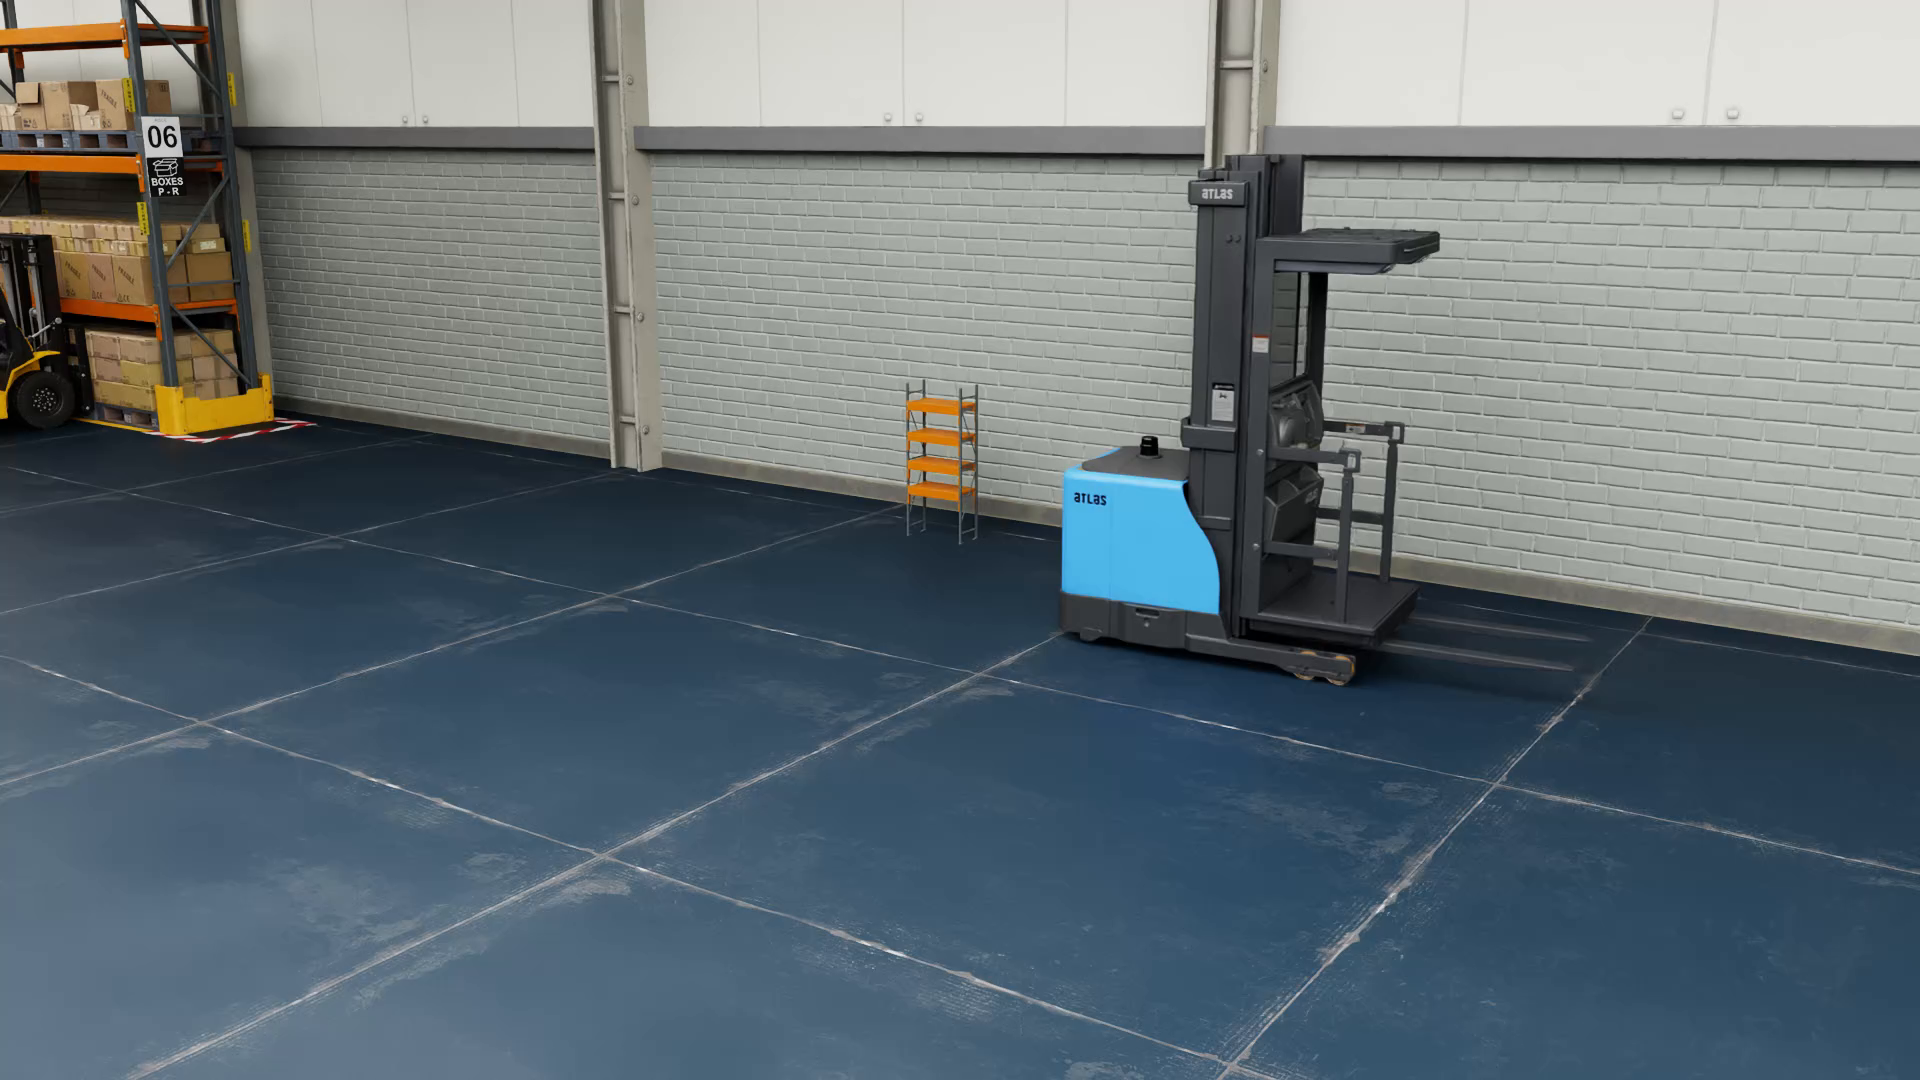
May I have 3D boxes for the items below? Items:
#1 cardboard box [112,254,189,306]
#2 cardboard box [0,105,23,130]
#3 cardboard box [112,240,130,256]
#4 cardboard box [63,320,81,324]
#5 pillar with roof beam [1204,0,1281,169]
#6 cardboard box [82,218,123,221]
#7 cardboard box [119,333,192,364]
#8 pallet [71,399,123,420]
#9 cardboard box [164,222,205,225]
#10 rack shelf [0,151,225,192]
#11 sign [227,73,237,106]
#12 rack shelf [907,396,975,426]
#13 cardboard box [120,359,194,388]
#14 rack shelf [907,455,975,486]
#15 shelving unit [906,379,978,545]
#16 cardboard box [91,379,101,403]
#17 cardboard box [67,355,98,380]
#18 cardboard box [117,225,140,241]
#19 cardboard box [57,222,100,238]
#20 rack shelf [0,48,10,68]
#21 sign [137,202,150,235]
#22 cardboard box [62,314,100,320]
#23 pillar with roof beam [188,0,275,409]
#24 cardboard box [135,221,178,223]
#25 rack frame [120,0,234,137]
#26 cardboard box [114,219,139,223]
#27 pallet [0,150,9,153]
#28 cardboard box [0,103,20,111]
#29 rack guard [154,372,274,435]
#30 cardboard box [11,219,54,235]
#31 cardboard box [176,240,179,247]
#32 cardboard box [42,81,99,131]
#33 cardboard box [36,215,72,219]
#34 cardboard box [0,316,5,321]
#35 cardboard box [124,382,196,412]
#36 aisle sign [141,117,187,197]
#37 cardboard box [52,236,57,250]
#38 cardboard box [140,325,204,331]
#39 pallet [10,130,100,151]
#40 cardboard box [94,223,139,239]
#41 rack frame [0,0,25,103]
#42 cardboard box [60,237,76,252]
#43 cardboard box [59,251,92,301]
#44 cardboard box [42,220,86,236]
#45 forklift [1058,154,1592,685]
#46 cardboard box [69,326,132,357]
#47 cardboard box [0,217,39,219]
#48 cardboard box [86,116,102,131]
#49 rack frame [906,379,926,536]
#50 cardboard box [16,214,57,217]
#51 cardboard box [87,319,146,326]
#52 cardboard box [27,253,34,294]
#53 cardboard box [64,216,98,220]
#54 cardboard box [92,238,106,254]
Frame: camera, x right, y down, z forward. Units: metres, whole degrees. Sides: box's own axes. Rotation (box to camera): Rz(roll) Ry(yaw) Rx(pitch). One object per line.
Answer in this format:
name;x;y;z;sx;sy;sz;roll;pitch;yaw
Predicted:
cardboard box;-8.481;-2.736;17.426;0.500;0.500;0.500;9;16;32
cardboard box;-10.183;-4.594;18.094;0.258;0.266;0.396;9;16;31
cardboard box;-8.599;-3.056;17.369;0.250;0.149;0.380;9;17;34
cardboard box;-10.181;-2.302;18.649;0.500;0.250;0.500;10;17;35
pillar with roof beam;-0.446;-3.391;7.796;0.400;9.000;9.100;9;17;33
cardboard box;-9.575;-3.517;18.612;0.250;0.149;0.380;10;17;34
cardboard box;-8.483;-2.028;17.541;0.500;0.250;0.500;10;17;35
pallet;-9.592;-1.578;18.760;1.213;0.211;1.003;9;17;33
cardboard box;-8.272;-3.317;17.805;0.250;0.149;0.380;10;17;35
rack shelf;-9.586;-4.049;18.192;4.000;0.370;1.077;9;17;33
sign;-7.612;-4.703;17.351;0.005;0.325;0.100;9;17;33
rack shelf;-0.137;-0.986;12.674;0.480;0.148;0.258;9;17;33
cardboard box;-8.505;-1.789;17.614;0.500;0.250;0.500;9;16;32
rack shelf;-0.137;-0.539;12.785;0.480;0.148;0.258;9;17;33
shelving unit;-0.137;-0.605;12.769;0.503;1.200;0.258;9;17;33
cardboard box;-9.310;-1.681;18.218;0.500;0.250;0.500;9;17;33
cardboard box;-9.355;-1.923;18.157;0.500;0.250;0.500;9;16;32
cardboard box;-8.563;-3.215;17.390;0.250;0.149;0.380;9;17;33
cardboard box;-9.456;-3.339;17.892;0.250;0.149;0.380;10;17;34
rack shelf;-12.905;-5.847;20.047;4.000;0.370;1.077;9;17;33
sign;-8.241;-3.245;16.785;0.005;0.325;0.100;9;17;33
cardboard box;-10.300;-2.472;19.336;0.500;0.250;0.500;9;16;32
pillar with roof beam;-10.404;-5.001;14.297;0.400;9.000;9.100;9;17;33
cardboard box;-8.708;-3.380;18.057;0.250;0.149;0.380;9;17;33
rack frame;-7.926;-5.586;16.662;0.127;3.000;1.000;9;17;33
cardboard box;-9.104;-3.465;18.402;0.250;0.149;0.380;9;16;31
pallet;-11.985;-4.689;19.679;1.217;0.209;0.805;8;16;31
cardboard box;-10.691;-4.715;18.490;0.500;0.311;0.500;10;17;34
rack guard;-7.906;-1.457;17.670;0.348;0.500;1.175;9;17;33
cardboard box;-10.276;-3.482;18.471;0.250;0.149;0.380;9;16;32
cardboard box;-8.303;-3.155;17.768;0.250;0.149;0.380;9;17;33
cardboard box;-9.224;-4.599;17.626;0.500;0.500;0.700;9;17;33
cardboard box;-10.400;-3.661;19.192;0.250;0.149;0.380;9;17;32
cardboard box;-11.019;-2.437;19.194;0.500;0.250;0.500;9;16;32
cardboard box;-8.493;-1.543;17.662;0.500;0.250;0.500;9;17;33
aisle sign;-8.036;-3.868;16.798;0.004;0.787;0.394;9;17;33
cardboard box;-9.856;-3.267;18.221;0.250;0.149;0.380;9;16;32
cardboard box;-8.636;-2.197;18.223;0.500;0.250;0.500;9;17;33
pallet;-9.515;-4.350;18.097;1.213;0.211;1.003;9;17;33
cardboard box;-8.961;-3.293;17.704;0.250;0.149;0.380;9;17;33
rack frame;-11.245;-6.122;18.829;0.127;3.000;1.000;9;17;33
cardboard box;-9.449;-3.195;17.930;0.250;0.149;0.380;9;17;33
cardboard box;-9.332;-2.876;17.991;0.500;0.500;0.500;9;16;32
cardboard box;-9.817;-3.429;18.257;0.250;0.149;0.380;9;17;33
forklift;2.157;-0.741;9.715;3.031;2.935;1.130;7;16;27
cardboard box;-9.334;-2.161;18.078;0.500;0.250;0.500;9;17;34
cardboard box;-10.663;-3.567;18.812;0.250;0.149;0.380;9;16;32
cardboard box;-8.783;-4.311;17.194;0.250;0.149;0.380;9;16;31
rack frame;-0.340;-0.637;12.901;0.015;1.200;0.240;9;17;33
cardboard box;-10.812;-3.736;19.494;0.250;0.149;0.380;9;17;33
cardboard box;-9.467;-2.336;18.786;0.500;0.250;0.500;9;16;32
cardboard box;-10.161;-3.013;18.544;0.500;0.500;0.500;9;17;32
cardboard box;-9.953;-3.601;18.950;0.250;0.149;0.380;9;16;32
cardboard box;-8.980;-3.139;17.702;0.250;0.149;0.380;9;17;32
